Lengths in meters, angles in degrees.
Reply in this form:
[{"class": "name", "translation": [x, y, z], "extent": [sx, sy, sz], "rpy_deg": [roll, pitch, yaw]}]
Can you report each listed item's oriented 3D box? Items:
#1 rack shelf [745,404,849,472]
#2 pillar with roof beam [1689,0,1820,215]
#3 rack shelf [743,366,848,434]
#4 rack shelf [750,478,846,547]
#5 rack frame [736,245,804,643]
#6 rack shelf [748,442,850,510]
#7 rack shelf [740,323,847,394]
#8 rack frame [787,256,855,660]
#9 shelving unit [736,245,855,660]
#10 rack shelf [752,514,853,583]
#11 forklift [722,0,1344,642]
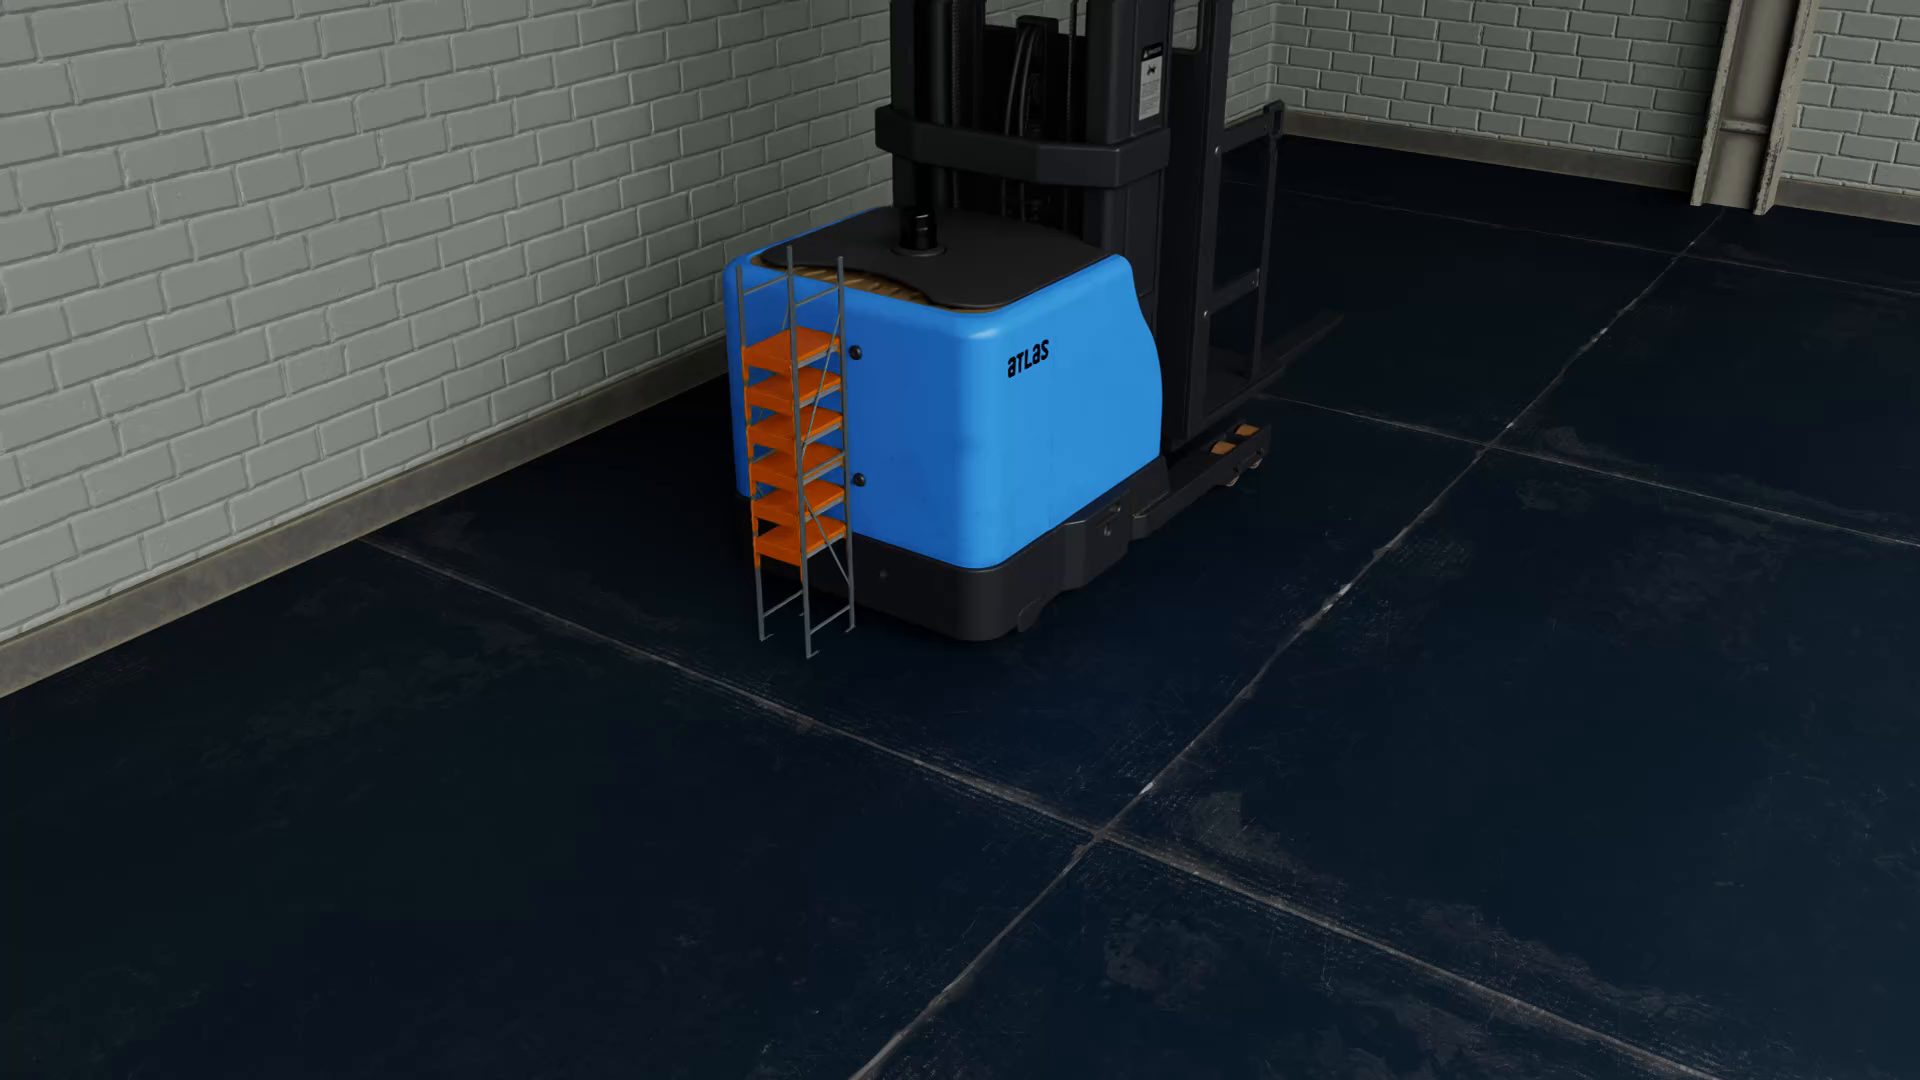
[{"class": "rack shelf", "translation": [-0.474, -0.308, 4.866], "extent": [0.180, 0.103, 0.258], "rpy_deg": [17, 31, 30]}, {"class": "pillar with roof beam", "translation": [1.991, -4.330, 4.337], "extent": [0.400, 9.000, 9.100], "rpy_deg": [17, 32, 30]}, {"class": "rack shelf", "translation": [-0.474, -0.415, 4.811], "extent": [0.180, 0.103, 0.258], "rpy_deg": [17, 31, 30]}, {"class": "rack shelf", "translation": [-0.474, -0.094, 4.974], "extent": [0.180, 0.103, 0.258], "rpy_deg": [17, 31, 30]}, {"class": "rack frame", "translation": [-0.550, -0.264, 4.945], "extent": [0.006, 1.200, 0.240], "rpy_deg": [17, 31, 30]}, {"class": "rack shelf", "translation": [-0.474, -0.201, 4.920], "extent": [0.180, 0.103, 0.258], "rpy_deg": [17, 31, 30]}, {"class": "rack shelf", "translation": [-0.474, -0.522, 4.757], "extent": [0.180, 0.103, 0.258], "rpy_deg": [17, 31, 30]}, {"class": "rack frame", "translation": [-0.398, -0.218, 4.855], "extent": [0.006, 1.200, 0.240], "rpy_deg": [17, 31, 30]}, {"class": "shelving unit", "translation": [-0.474, -0.241, 4.900], "extent": [0.189, 1.200, 0.258], "rpy_deg": [17, 31, 30]}, {"class": "rack shelf", "translation": [-0.474, 0.013, 5.029], "extent": [0.180, 0.103, 0.258], "rpy_deg": [17, 31, 30]}, {"class": "forklift", "translation": [0.518, -1.616, 5.693], "extent": [1.130, 2.935, 3.031], "rpy_deg": [18, 32, 31]}]
